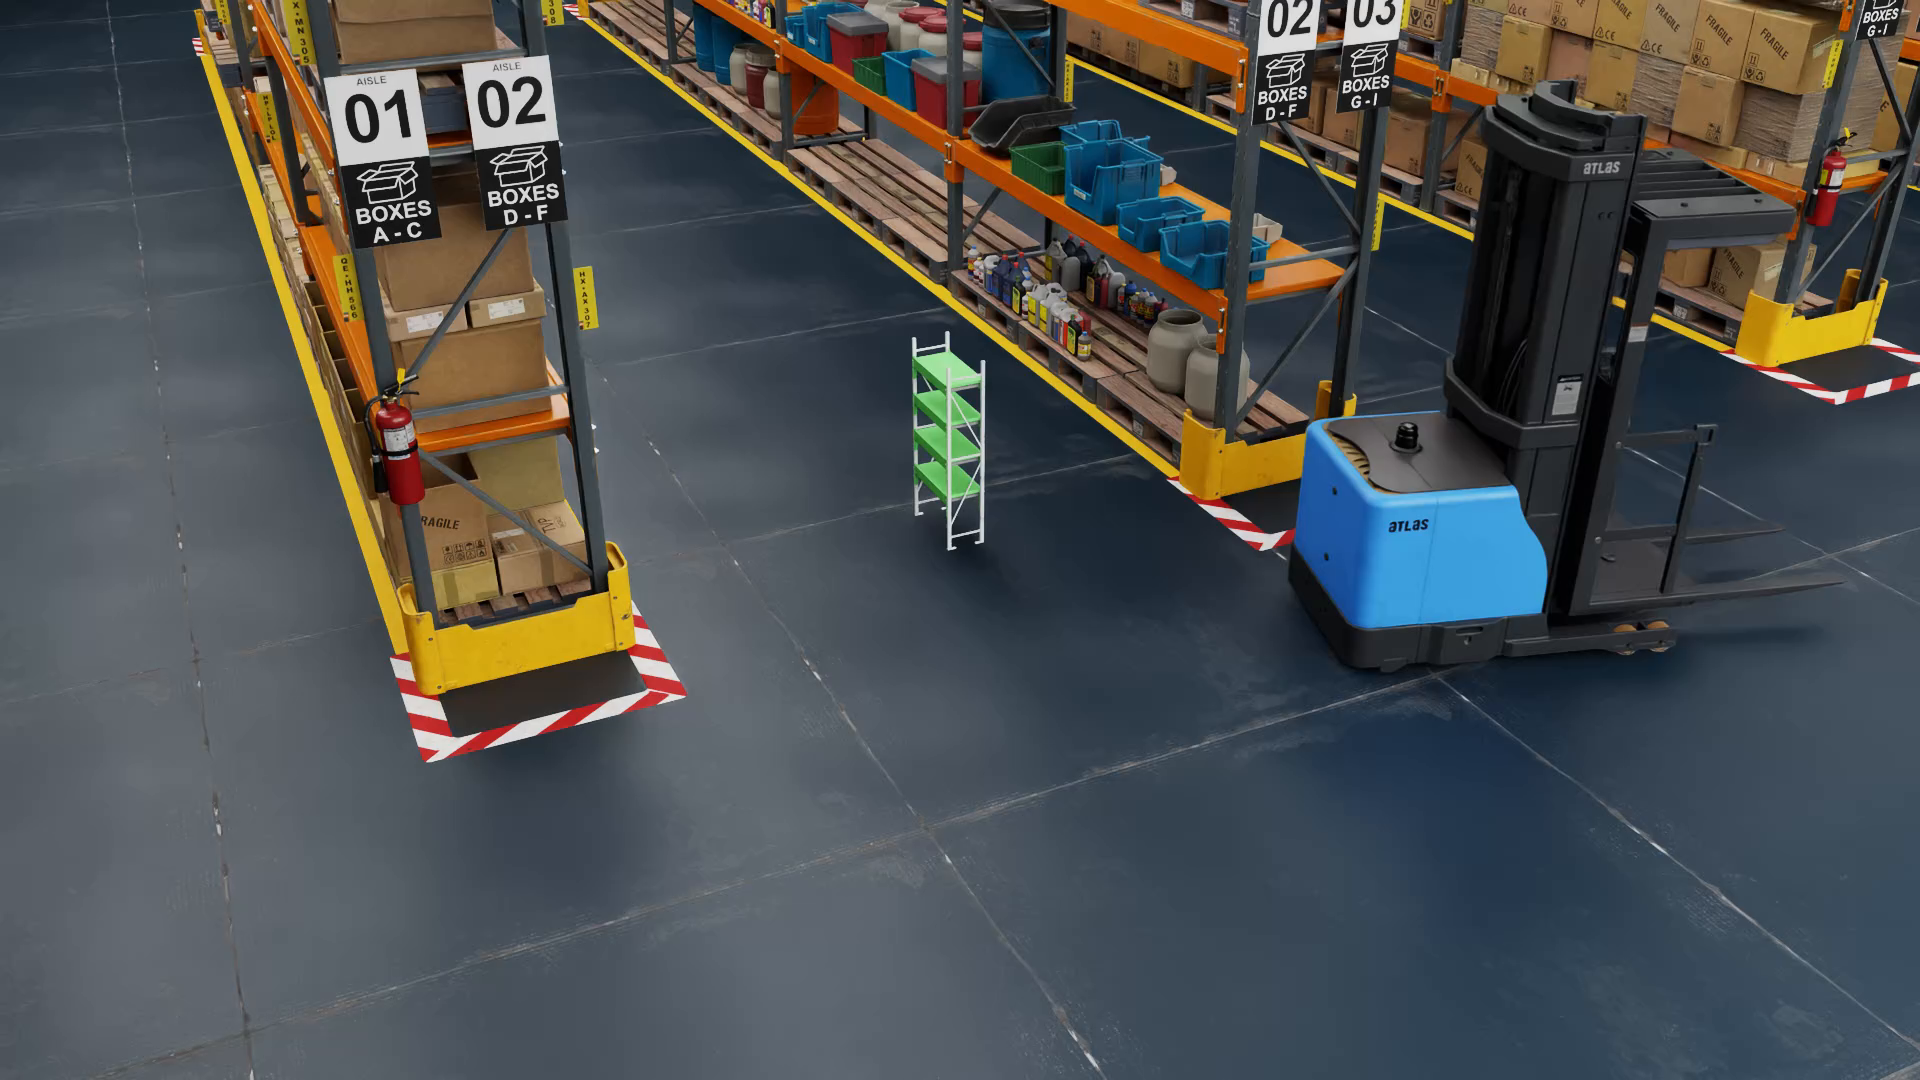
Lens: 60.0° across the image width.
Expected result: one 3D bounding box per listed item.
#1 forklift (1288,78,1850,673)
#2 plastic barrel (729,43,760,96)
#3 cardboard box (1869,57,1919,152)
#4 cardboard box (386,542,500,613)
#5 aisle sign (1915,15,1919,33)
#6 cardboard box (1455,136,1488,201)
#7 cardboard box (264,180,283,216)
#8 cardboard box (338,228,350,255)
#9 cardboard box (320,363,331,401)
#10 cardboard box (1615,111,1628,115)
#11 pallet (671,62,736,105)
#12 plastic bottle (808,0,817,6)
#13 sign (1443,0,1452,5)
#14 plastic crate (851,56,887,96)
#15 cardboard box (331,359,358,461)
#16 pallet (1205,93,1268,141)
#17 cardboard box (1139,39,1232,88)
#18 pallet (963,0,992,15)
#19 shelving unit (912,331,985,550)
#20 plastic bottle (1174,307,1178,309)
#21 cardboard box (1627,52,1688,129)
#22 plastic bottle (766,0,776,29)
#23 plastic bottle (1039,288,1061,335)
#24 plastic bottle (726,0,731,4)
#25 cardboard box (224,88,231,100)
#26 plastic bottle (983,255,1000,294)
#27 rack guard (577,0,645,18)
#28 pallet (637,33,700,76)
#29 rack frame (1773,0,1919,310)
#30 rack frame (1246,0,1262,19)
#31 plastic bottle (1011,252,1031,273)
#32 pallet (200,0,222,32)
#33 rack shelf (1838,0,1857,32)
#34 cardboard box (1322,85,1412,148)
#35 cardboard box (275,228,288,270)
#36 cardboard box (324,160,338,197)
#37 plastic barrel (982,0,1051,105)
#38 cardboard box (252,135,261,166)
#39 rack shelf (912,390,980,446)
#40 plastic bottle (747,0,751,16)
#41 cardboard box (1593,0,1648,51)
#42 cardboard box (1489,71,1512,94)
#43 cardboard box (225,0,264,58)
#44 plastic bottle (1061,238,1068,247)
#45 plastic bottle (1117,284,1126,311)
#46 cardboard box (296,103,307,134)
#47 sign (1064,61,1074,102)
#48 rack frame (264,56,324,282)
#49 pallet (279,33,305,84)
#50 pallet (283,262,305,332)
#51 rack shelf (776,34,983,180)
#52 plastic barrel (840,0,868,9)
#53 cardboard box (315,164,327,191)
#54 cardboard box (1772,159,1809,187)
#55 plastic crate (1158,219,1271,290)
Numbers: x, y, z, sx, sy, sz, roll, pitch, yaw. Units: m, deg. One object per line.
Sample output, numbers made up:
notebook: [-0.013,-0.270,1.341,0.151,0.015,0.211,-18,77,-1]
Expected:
forklift: [3.470,-0.899,8.829,3.031,2.935,1.130,-5,30,-8]
plastic barrel: [-2.378,-5.300,18.722,0.421,0.512,0.421,0,29,0]
cardboard box: [9.575,-4.493,16.912,0.875,0.875,0.875,-13,32,-21]
cardboard box: [-2.883,0.154,9.263,0.500,0.250,0.500,-13,32,-22]
aisle sign: [6.860,-3.935,11.516,0.394,0.787,0.004,-13,32,-22]
cardboard box: [4.981,-3.440,15.418,0.500,0.500,0.500,-14,32,-23]
cardboard box: [-5.628,-2.926,14.183,0.500,0.311,0.500,-14,32,-23]
cardboard box: [-3.463,-1.849,10.351,0.700,0.500,0.500,-13,32,-21]
cardboard box: [-4.178,-1.170,11.624,0.500,0.250,0.500,-13,32,-22]
cardboard box: [5.515,-3.379,13.439,0.380,0.149,0.250,-13,32,-22]
pallet: [-2.769,-5.461,19.745,1.003,0.211,1.213,-13,32,-22]
plastic bottle: [-1.542,-5.602,17.349,0.097,0.201,0.097,0,29,0]
sign: [4.346,-4.920,14.745,0.100,0.325,0.005,-13,32,-22]
plastic crate: [-0.630,-4.110,14.703,0.450,0.188,0.662,-13,32,-22]
cardboard box: [-3.541,-0.832,10.256,0.500,0.500,0.500,-13,32,-22]
pallet: [3.462,-4.738,18.456,1.003,0.211,1.213,-13,32,-22]
cardboard box: [2.851,-5.865,19.359,1.225,0.875,0.875,-15,32,-24]
pallet: [0.628,-7.742,23.814,1.003,0.211,1.213,-13,32,-22]
shelving unit: [-0.071,-0.596,10.060,0.258,1.200,0.503,-13,32,-22]
plastic bottle: [1.592,-1.594,12.338,0.097,0.271,0.097,0,29,0]
cardboard box: [5.853,-3.613,13.194,0.875,0.500,0.500,-13,32,-22]
plastic bottle: [-1.904,-5.298,16.723,0.061,0.283,0.133,-13,32,-22]
plastic bottle: [0.687,-1.732,12.504,0.144,0.351,0.185,-12,31,-20]
plastic bottle: [-2.425,-5.911,17.748,0.144,0.351,0.185,-13,32,-22]
cardboard box: [-8.038,-5.282,18.681,0.500,0.500,0.500,-13,32,-22]
plastic bottle: [0.277,-2.127,13.284,0.152,0.276,0.135,-12,31,-20]
rack guard: [-4.802,-7.711,23.463,1.175,0.500,0.348,-13,32,-22]
pallet: [-3.413,-6.127,20.934,1.003,0.211,1.213,-13,32,-22]
rack frame: [6.563,-2.766,12.088,1.000,3.000,0.127,-13,32,-22]
rack frame: [2.089,-4.342,8.766,1.000,3.000,0.127,-13,32,-22]
plastic bottle: [0.474,-2.116,13.188,0.144,0.351,0.185,-13,32,-22]
pallet: [-7.293,-5.529,17.212,1.003,0.211,1.213,-13,32,-22]
rack shelf: [5.704,-4.644,13.106,1.077,0.370,4.000,-13,32,-22]
cardboard box: [4.173,-4.372,17.058,0.700,0.500,0.500,-16,33,-26]
cardboard box: [-5.416,-2.462,13.928,0.500,0.250,0.500,-14,32,-23]
cardboard box: [-3.475,-2.425,10.052,0.700,0.500,0.500,-13,32,-22]
plastic barrel: [0.480,-3.946,13.680,0.600,0.901,0.708,-13,32,-22]
cardboard box: [-6.434,-3.687,15.837,0.500,0.500,0.500,-12,31,-20]
rack shelf: [-0.071,-0.750,9.974,0.258,0.148,0.480,-13,32,-22]
plastic bottle: [-2.162,-5.548,17.253,0.097,0.201,0.097,0,29,0]
cardboard box: [5.464,-4.230,13.271,0.500,0.500,0.500,-13,32,-22]
cardboard box: [4.894,-4.047,14.630,0.380,0.149,0.250,-13,32,-22]
cardboard box: [-6.193,-4.703,15.011,0.700,0.500,0.500,-26,38,-38]
plastic bottle: [0.877,-2.357,13.686,0.061,0.283,0.133,-11,31,-20]
plastic bottle: [1.272,-1.894,12.944,0.097,0.201,0.097,0,29,0]
cardboard box: [-4.859,-3.295,12.929,0.500,0.500,0.500,-13,32,-22]
sign: [0.874,-3.724,13.514,0.100,0.325,0.005,-13,32,-22]
rack frame: [-4.103,-2.454,11.533,1.000,3.000,0.127,-13,32,-22]
pallet: [-3.194,-2.815,9.199,1.003,0.211,1.213,-13,32,-22]
pallet: [-4.982,-2.095,13.743,1.003,0.211,1.213,-13,32,-22]
rack shelf: [-0.486,-4.062,15.136,1.077,0.370,4.000,-13,32,-22]
plastic barrel: [-0.872,-5.178,16.250,0.600,0.536,0.708,-13,32,-22]
cardboard box: [-3.829,-2.281,10.459,0.380,0.149,0.250,-13,32,-22]
cardboard box: [6.254,-2.739,12.297,0.380,0.149,0.250,-13,32,-22]
plastic crate: [1.604,-1.819,10.552,0.499,0.251,0.616,-13,32,-22]
